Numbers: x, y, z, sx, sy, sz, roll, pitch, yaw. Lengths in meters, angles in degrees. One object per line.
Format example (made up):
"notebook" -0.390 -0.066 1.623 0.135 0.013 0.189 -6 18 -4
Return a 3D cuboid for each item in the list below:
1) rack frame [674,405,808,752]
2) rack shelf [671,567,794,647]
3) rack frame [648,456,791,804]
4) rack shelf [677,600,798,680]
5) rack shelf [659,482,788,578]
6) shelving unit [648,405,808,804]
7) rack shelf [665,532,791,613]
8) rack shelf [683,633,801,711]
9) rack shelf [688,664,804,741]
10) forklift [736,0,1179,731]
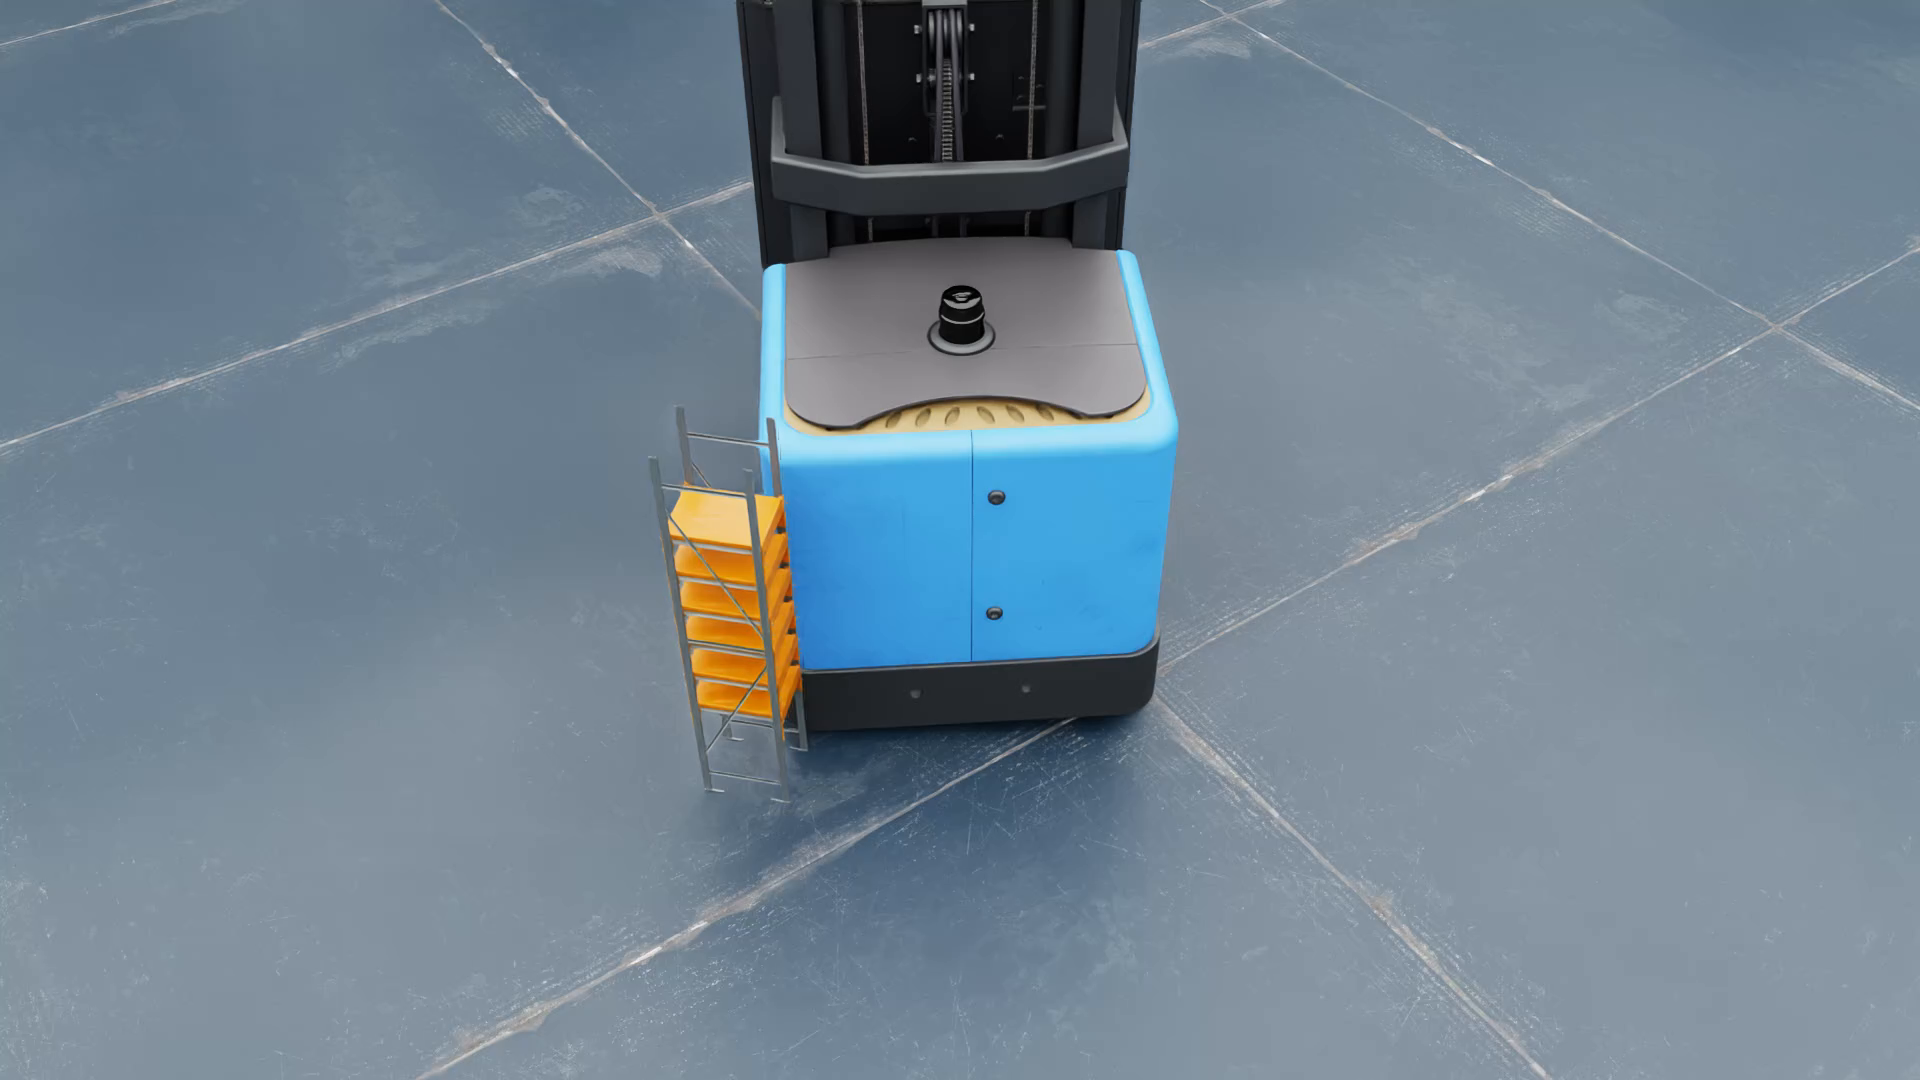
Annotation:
"rack frame" -0.541 0.140 4.234 0.240 1.200 0.006 8 44 8
"rack shelf" -0.559 0.147 4.117 0.258 0.103 0.180 8 44 8
"rack frame" -0.577 0.264 4.104 0.240 1.200 0.006 8 44 8
"rack shelf" -0.559 0.234 4.200 0.258 0.103 0.180 8 44 8
"rack shelf" -0.559 -0.026 3.951 0.258 0.103 0.180 8 44 8
"shelving unit" -0.559 0.202 4.169 0.258 1.200 0.189 8 44 8
"rack shelf" -0.559 0.061 4.034 0.258 0.103 0.180 8 44 8
"rack shelf" -0.559 0.321 4.283 0.258 0.103 0.180 8 44 8
"rack shelf" -0.559 0.407 4.366 0.258 0.103 0.180 8 44 8
"forklift" -0.074 -1.544 4.744 1.130 2.935 3.031 -3 44 -3
